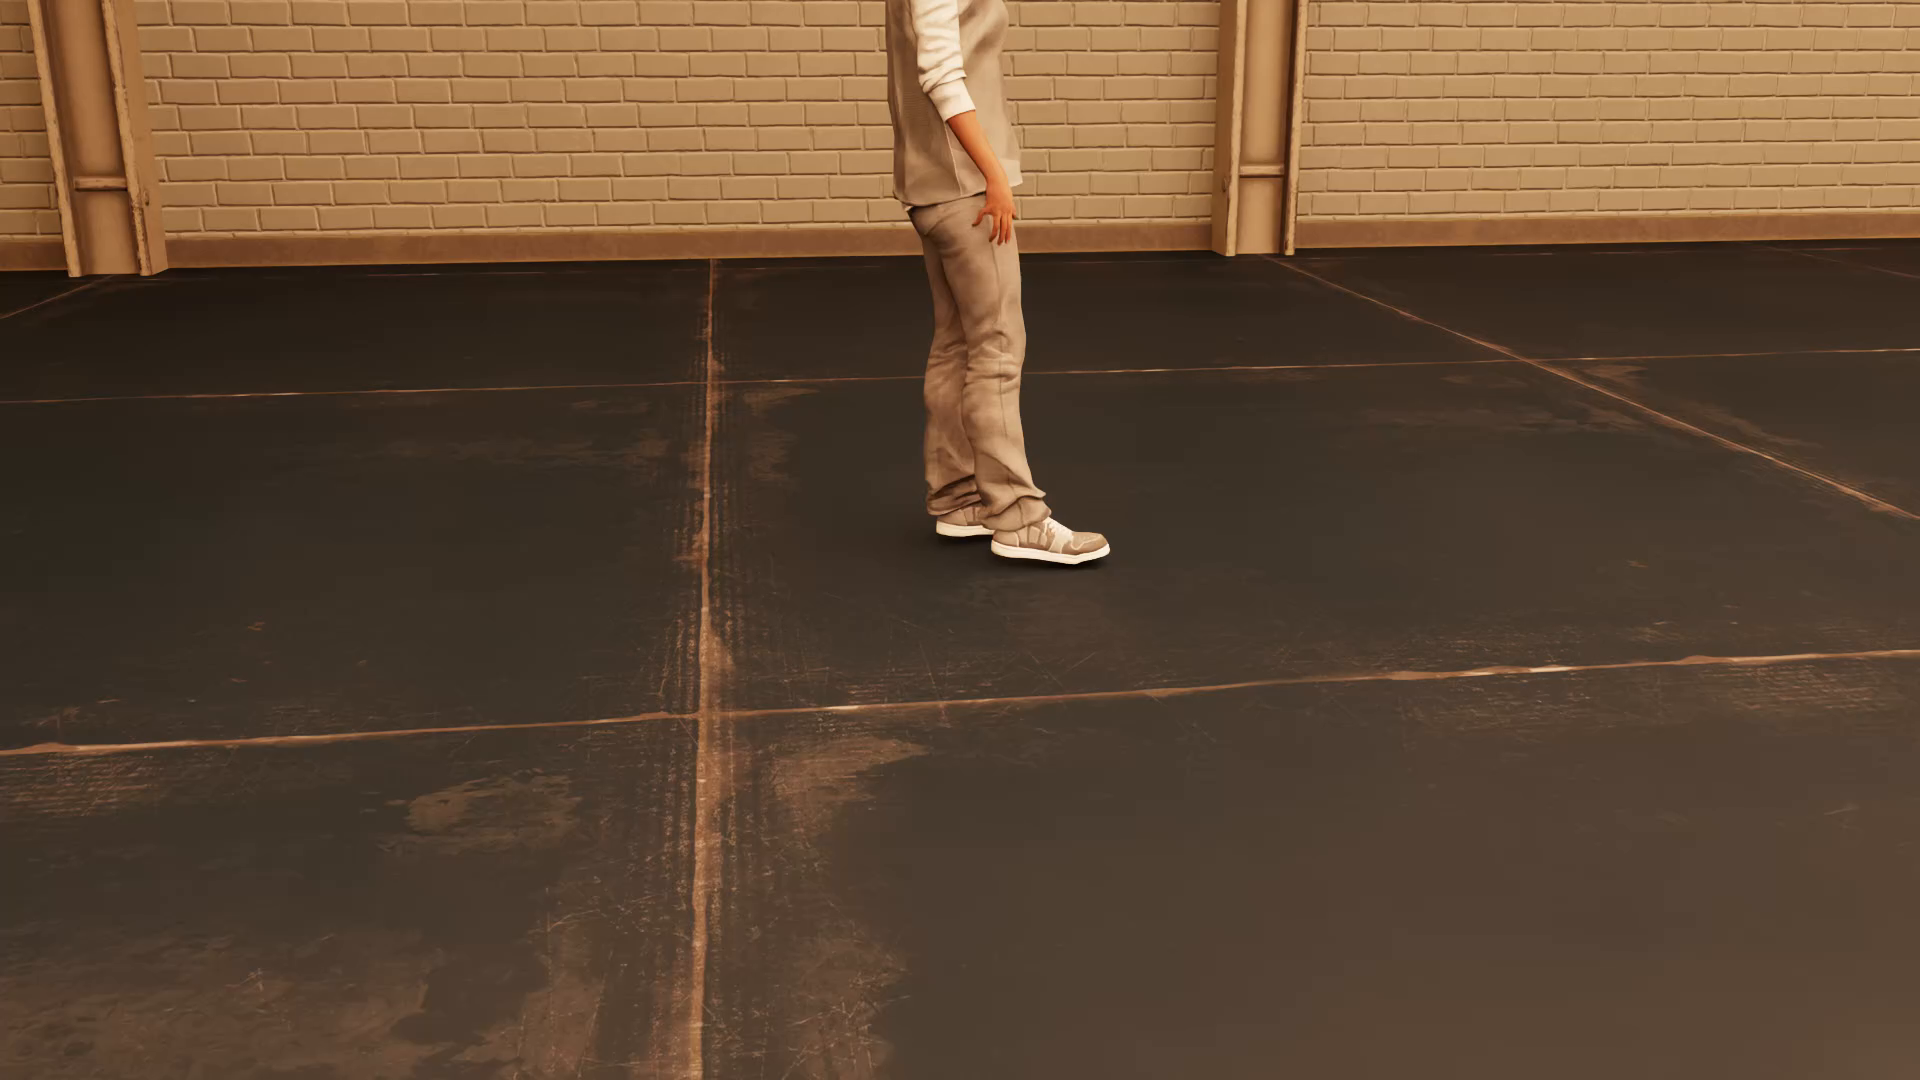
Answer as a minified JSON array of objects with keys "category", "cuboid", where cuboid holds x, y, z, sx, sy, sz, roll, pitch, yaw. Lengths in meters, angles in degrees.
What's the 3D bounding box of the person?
[{"category":"person","cuboid":[0.075,-0.771,3.730,0.475,1.597,0.520,-2,17,-8]}]
